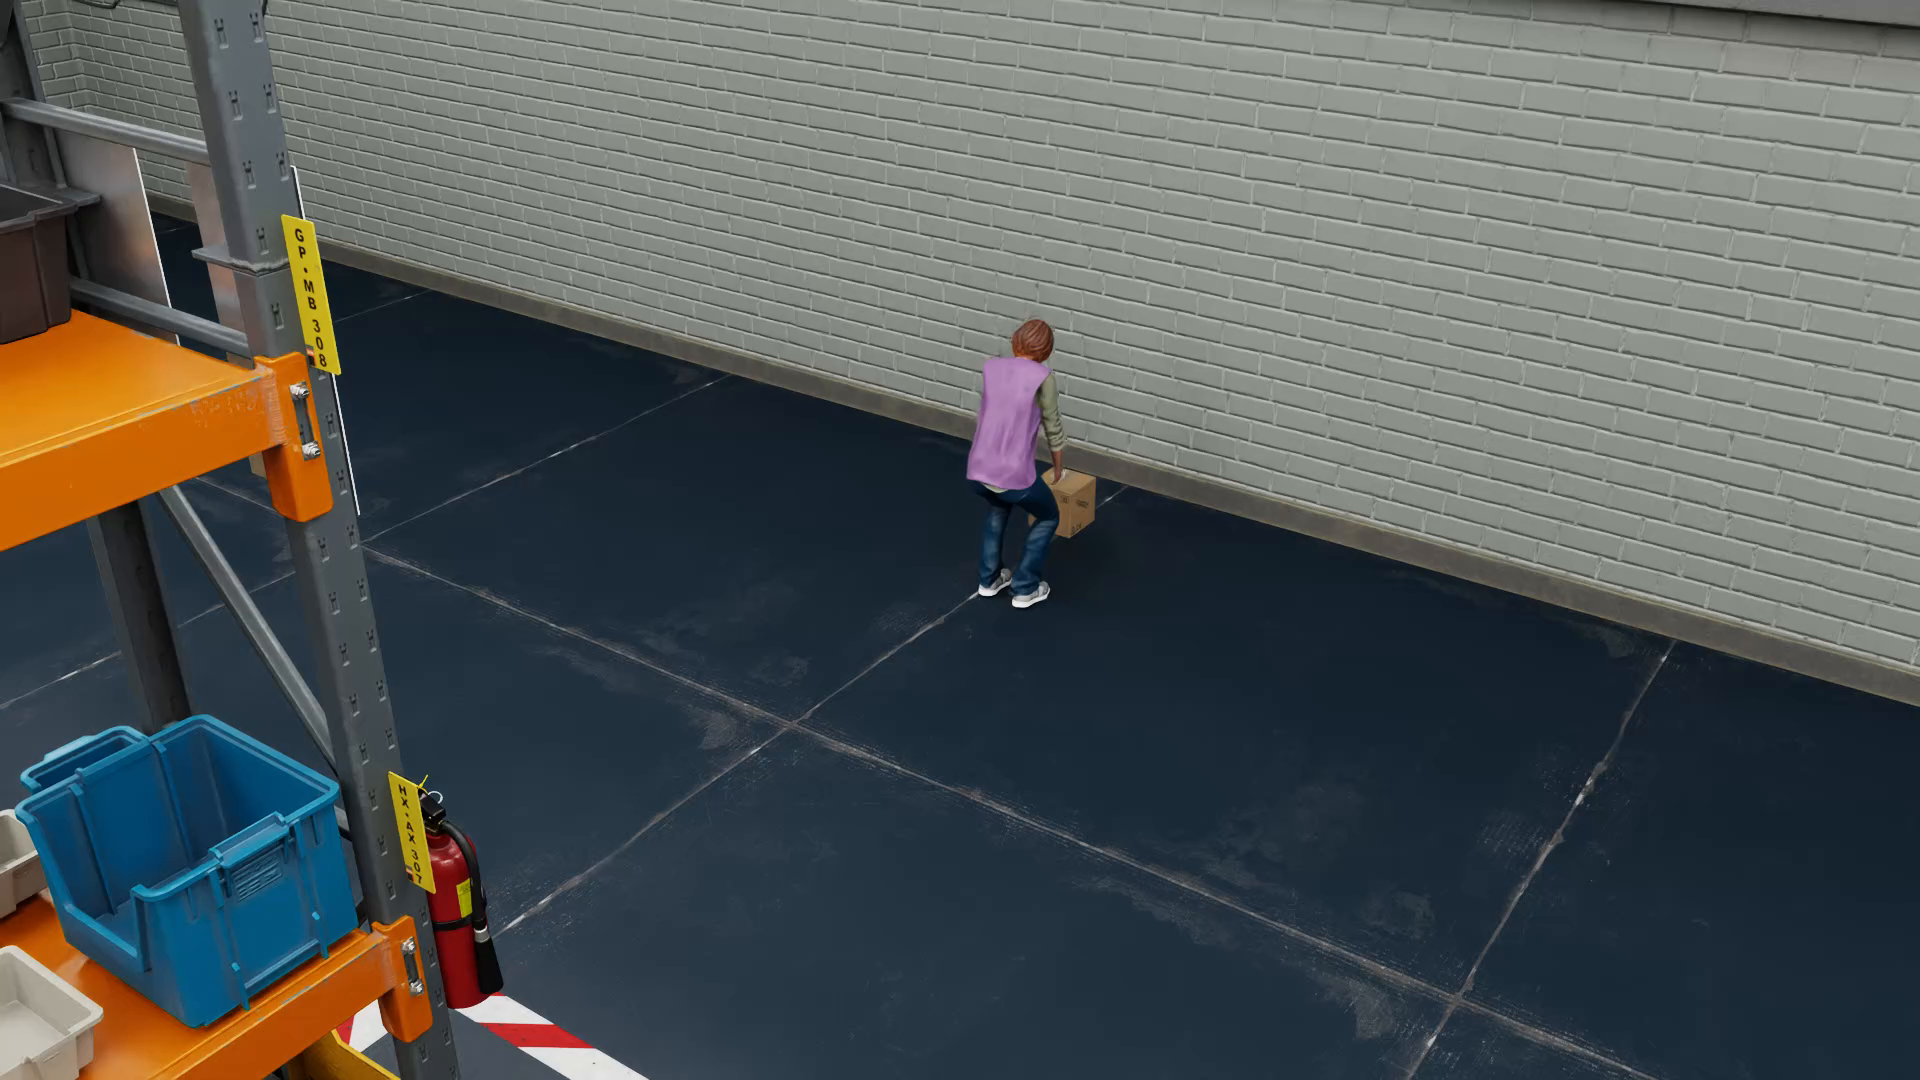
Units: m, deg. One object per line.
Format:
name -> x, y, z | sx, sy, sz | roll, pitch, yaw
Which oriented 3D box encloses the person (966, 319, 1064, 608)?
person -> 0.253, -0.358, 8.073 | 0.460, 1.376, 0.601 | 18, 32, 31
